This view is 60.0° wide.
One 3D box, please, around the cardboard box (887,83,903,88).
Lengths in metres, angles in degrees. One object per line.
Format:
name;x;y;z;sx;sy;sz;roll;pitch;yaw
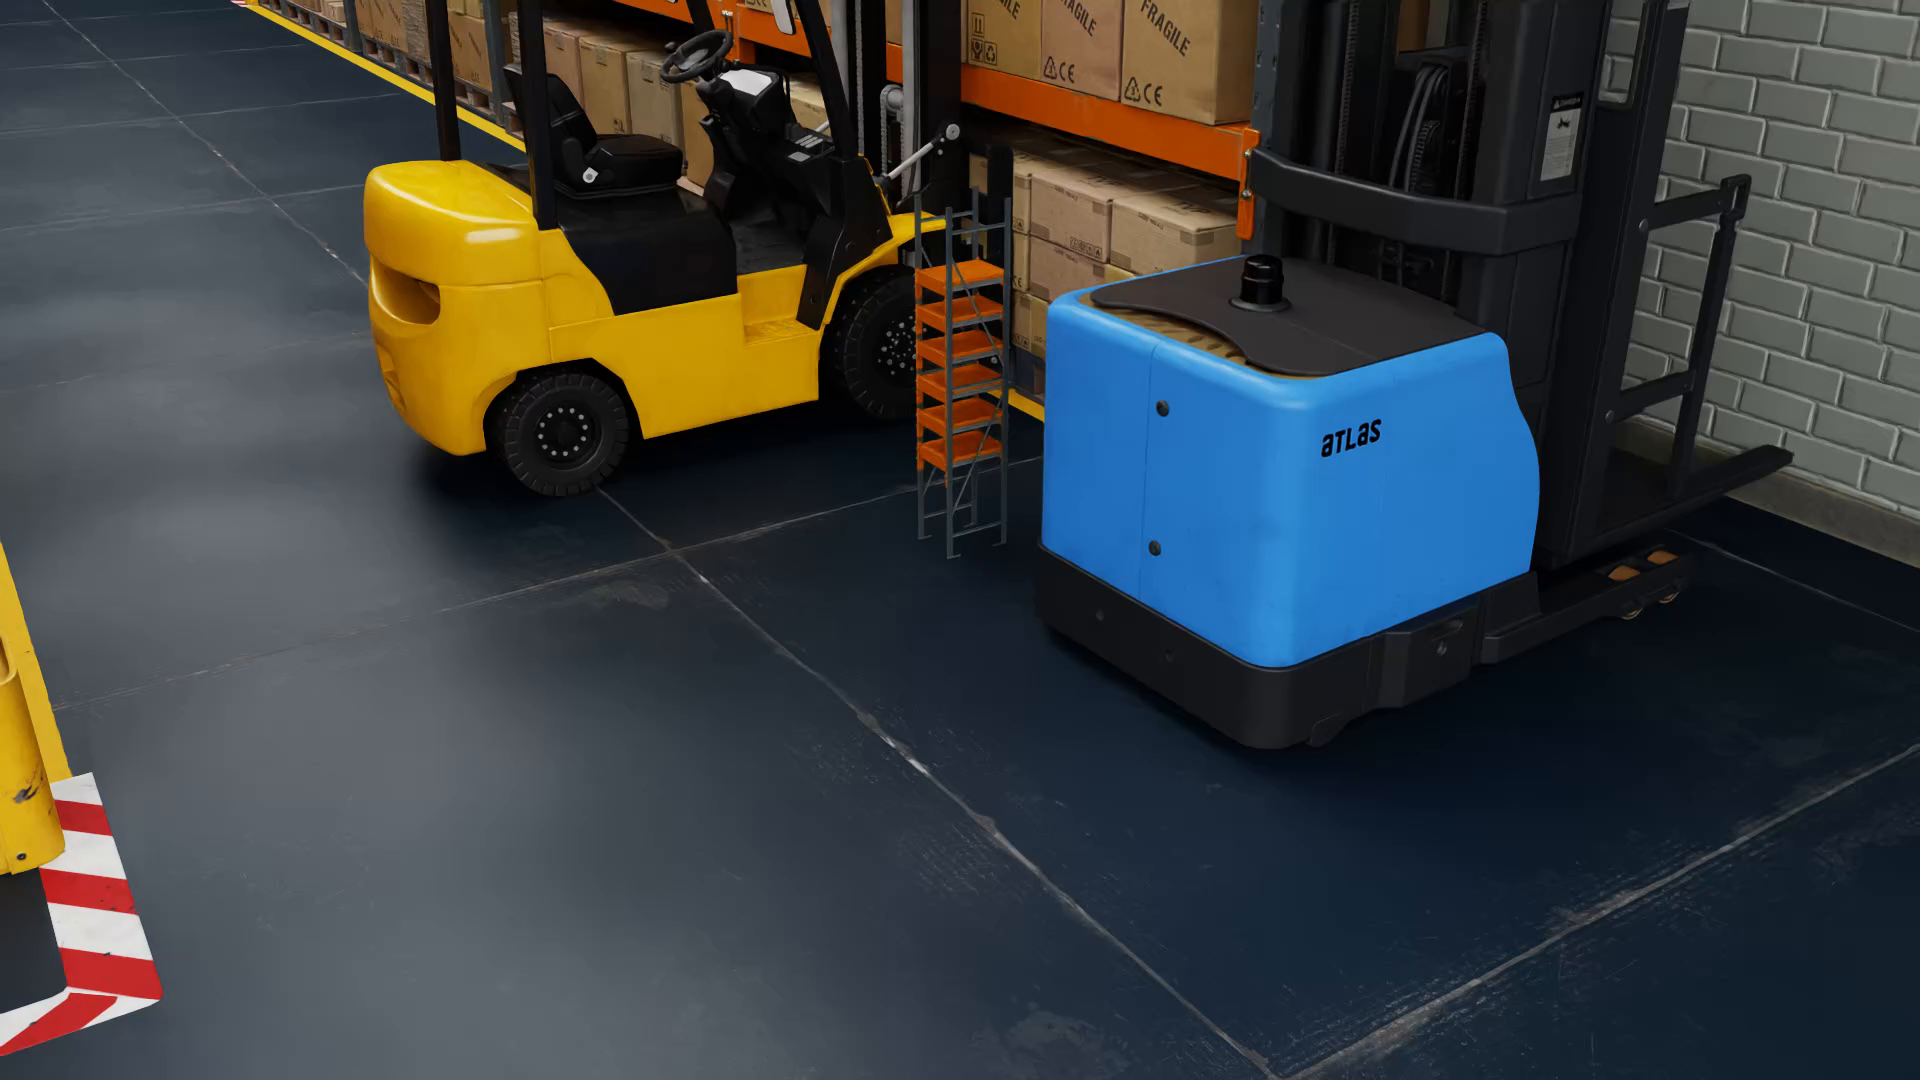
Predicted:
cardboard box;-0.044;-2.151;8.351;0.500;0.250;0.500;-16;30;-30

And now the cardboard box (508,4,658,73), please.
cardboard box;-2.618;-3.382;11.690;0.875;0.625;0.625;-15;29;-28

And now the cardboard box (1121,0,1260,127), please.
cardboard box;0.931;-1.791;5.912;0.500;0.500;0.500;-16;30;-31

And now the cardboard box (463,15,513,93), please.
cardboard box;-3.358;-3.653;12.410;0.500;0.500;0.500;-15;29;-28

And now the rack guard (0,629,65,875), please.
rack guard;-2.778;0.631;3.828;1.175;0.500;0.348;-16;29;-30

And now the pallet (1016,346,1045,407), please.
pallet;0.968;-0.633;6.844;1.003;0.211;1.213;-16;29;-30

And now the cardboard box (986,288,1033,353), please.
cardboard box;0.370;-1.033;7.153;0.500;0.250;0.500;-15;29;-29

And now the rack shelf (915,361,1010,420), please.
rack shelf;0.008;-0.497;5.502;0.258;0.103;0.180;-16;29;-30

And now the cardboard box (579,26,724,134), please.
cardboard box;-1.887;-2.909;10.689;0.875;0.625;0.625;-17;30;-32

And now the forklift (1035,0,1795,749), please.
forklift;1.728;-1.243;4.949;3.031;2.935;1.130;-17;30;-31

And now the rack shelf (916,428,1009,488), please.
rack shelf;0.008;-0.280;5.604;0.258;0.103;0.180;-16;29;-30

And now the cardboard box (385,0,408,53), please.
cardboard box;-4.487;-4.389;13.970;0.500;0.500;0.500;-17;30;-31

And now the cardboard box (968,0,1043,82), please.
cardboard box;0.376;-2.162;6.698;0.500;0.500;0.500;-16;30;-31

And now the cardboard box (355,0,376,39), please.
cardboard box;-5.055;-4.757;14.749;0.500;0.500;0.500;-14;29;-27

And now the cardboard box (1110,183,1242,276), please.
cardboard box;0.907;-1.121;6.169;0.500;0.250;0.500;-14;29;-28

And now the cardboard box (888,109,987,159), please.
cardboard box;-0.210;-1.853;7.720;0.500;0.250;0.500;-14;29;-28

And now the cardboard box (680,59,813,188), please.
cardboard box;-1.058;-2.361;9.528;0.875;0.625;0.625;-14;29;-27

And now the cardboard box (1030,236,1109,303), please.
cardboard box;0.628;-1.086;6.681;0.500;0.250;0.500;-16;30;-30

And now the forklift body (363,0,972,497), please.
forklift body;-1.144;-1.500;6.408;2.313;2.155;1.214;-16;29;-30

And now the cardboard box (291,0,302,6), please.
cardboard box;-6.421;-5.645;16.630;0.500;0.500;0.500;-15;29;-29

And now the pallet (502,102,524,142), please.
pallet;-2.530;-2.928;11.704;1.003;0.211;1.213;-16;29;-30

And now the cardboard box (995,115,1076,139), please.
cardboard box;0.503;-1.789;7.585;0.500;0.250;0.500;-16;30;-31

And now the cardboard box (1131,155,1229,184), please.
cardboard box;1.040;-1.423;6.809;0.500;0.250;0.500;-15;29;-29

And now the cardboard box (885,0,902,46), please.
cardboard box;-0.164;-2.524;7.465;0.500;0.500;0.500;-16;30;-30

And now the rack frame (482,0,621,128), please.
rack frame;-2.947;-4.492;11.752;1.000;3.000;0.127;-16;29;-30

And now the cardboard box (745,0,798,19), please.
cardboard box;-0.740;-2.887;8.235;0.500;0.500;0.500;-16;30;-31

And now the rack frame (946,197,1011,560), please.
rack frame;0.058;-0.505;5.414;0.240;1.200;0.006;-16;29;-30

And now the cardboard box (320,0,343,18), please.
cardboard box;-5.876;-5.135;15.824;0.396;0.266;0.258;-14;29;-28

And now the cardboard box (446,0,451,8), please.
cardboard box;-3.711;-4.157;12.719;0.380;0.149;0.250;-17;30;-31

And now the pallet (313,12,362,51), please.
pallet;-5.505;-4.908;15.899;1.003;0.211;1.213;-16;29;-30

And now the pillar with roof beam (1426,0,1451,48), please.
pillar with roof beam;-1.812;-3.799;3.257;9.100;9.000;0.400;-16;29;-30

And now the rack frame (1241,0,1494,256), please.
rack frame;1.420;-1.631;5.690;1.000;3.000;0.127;-16;29;-30

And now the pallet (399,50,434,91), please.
pallet;-3.985;-3.943;13.855;1.003;0.211;1.213;-16;29;-30

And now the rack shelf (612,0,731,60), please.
rack shelf;-1.855;-3.451;10.390;1.077;0.370;4.000;-16;29;-30

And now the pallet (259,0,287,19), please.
pallet;-6.837;-5.780;17.747;1.003;0.211;1.213;-16;29;-30

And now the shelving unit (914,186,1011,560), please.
shelving unit;0.008;-0.537;5.483;0.258;1.200;0.189;-16;29;-30

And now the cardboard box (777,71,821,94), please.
cardboard box;-0.762;-2.214;8.484;0.500;0.250;0.500;-16;30;-30

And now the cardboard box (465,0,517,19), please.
cardboard box;-3.429;-3.963;12.306;0.380;0.149;0.250;-17;30;-32

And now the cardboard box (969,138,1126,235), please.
cardboard box;0.340;-1.481;6.931;0.500;0.250;0.500;-15;29;-29

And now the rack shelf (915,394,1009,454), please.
rack shelf;0.008;-0.389;5.553;0.258;0.103;0.180;-16;29;-30

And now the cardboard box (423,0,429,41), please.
cardboard box;-3.910;-4.021;13.190;0.500;0.500;0.500;-14;29;-27

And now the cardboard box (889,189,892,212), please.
cardboard box;-0.217;-1.627;7.826;0.500;0.250;0.500;-16;30;-30
